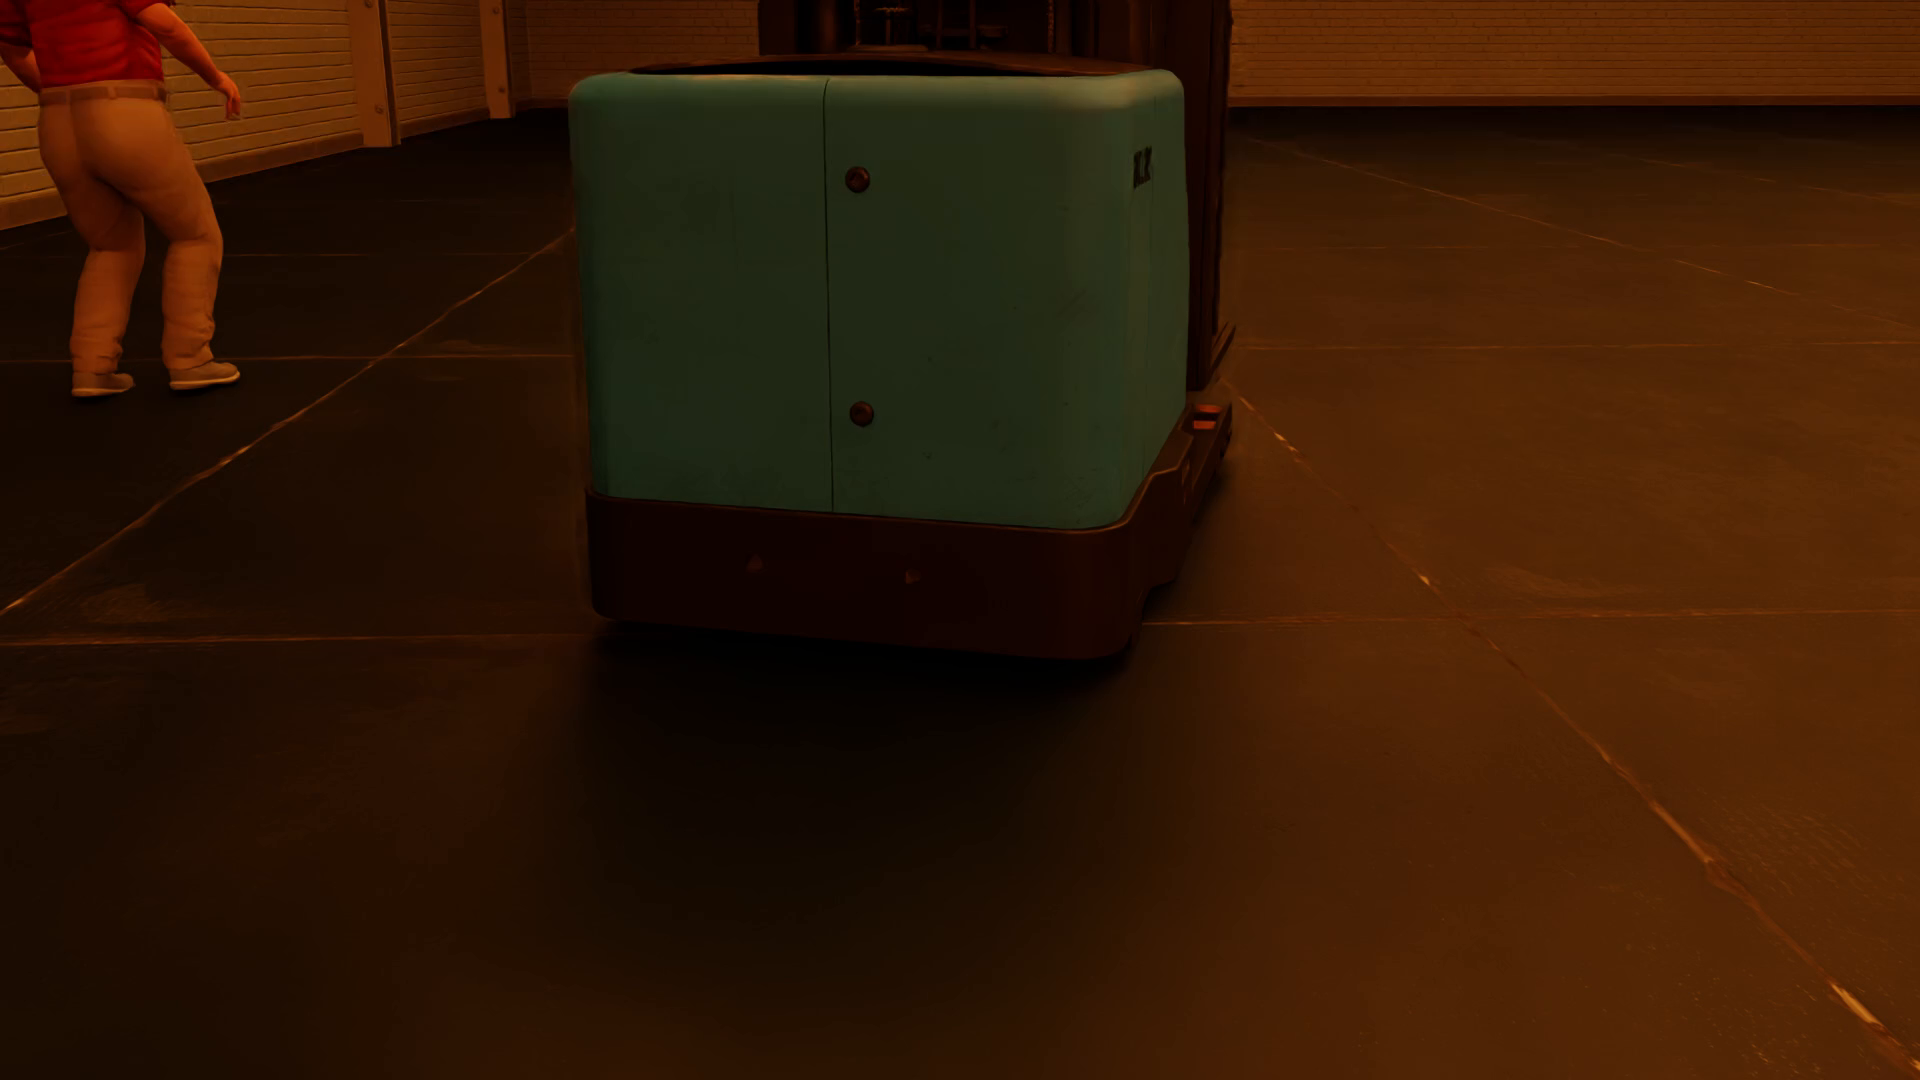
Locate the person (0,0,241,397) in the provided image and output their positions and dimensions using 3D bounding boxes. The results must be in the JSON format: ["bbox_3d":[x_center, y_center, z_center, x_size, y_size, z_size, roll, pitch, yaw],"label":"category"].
[{"bbox_3d":[-2.683,-1.286,5.327,0.775,1.680,0.572,5,18,16],"label":"person"}]

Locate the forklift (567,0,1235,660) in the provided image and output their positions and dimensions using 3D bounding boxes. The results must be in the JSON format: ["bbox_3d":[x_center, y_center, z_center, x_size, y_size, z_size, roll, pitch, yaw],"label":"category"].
[{"bbox_3d":[0.136,-1.577,4.064,1.130,2.935,3.031,4,18,13],"label":"forklift"}]
